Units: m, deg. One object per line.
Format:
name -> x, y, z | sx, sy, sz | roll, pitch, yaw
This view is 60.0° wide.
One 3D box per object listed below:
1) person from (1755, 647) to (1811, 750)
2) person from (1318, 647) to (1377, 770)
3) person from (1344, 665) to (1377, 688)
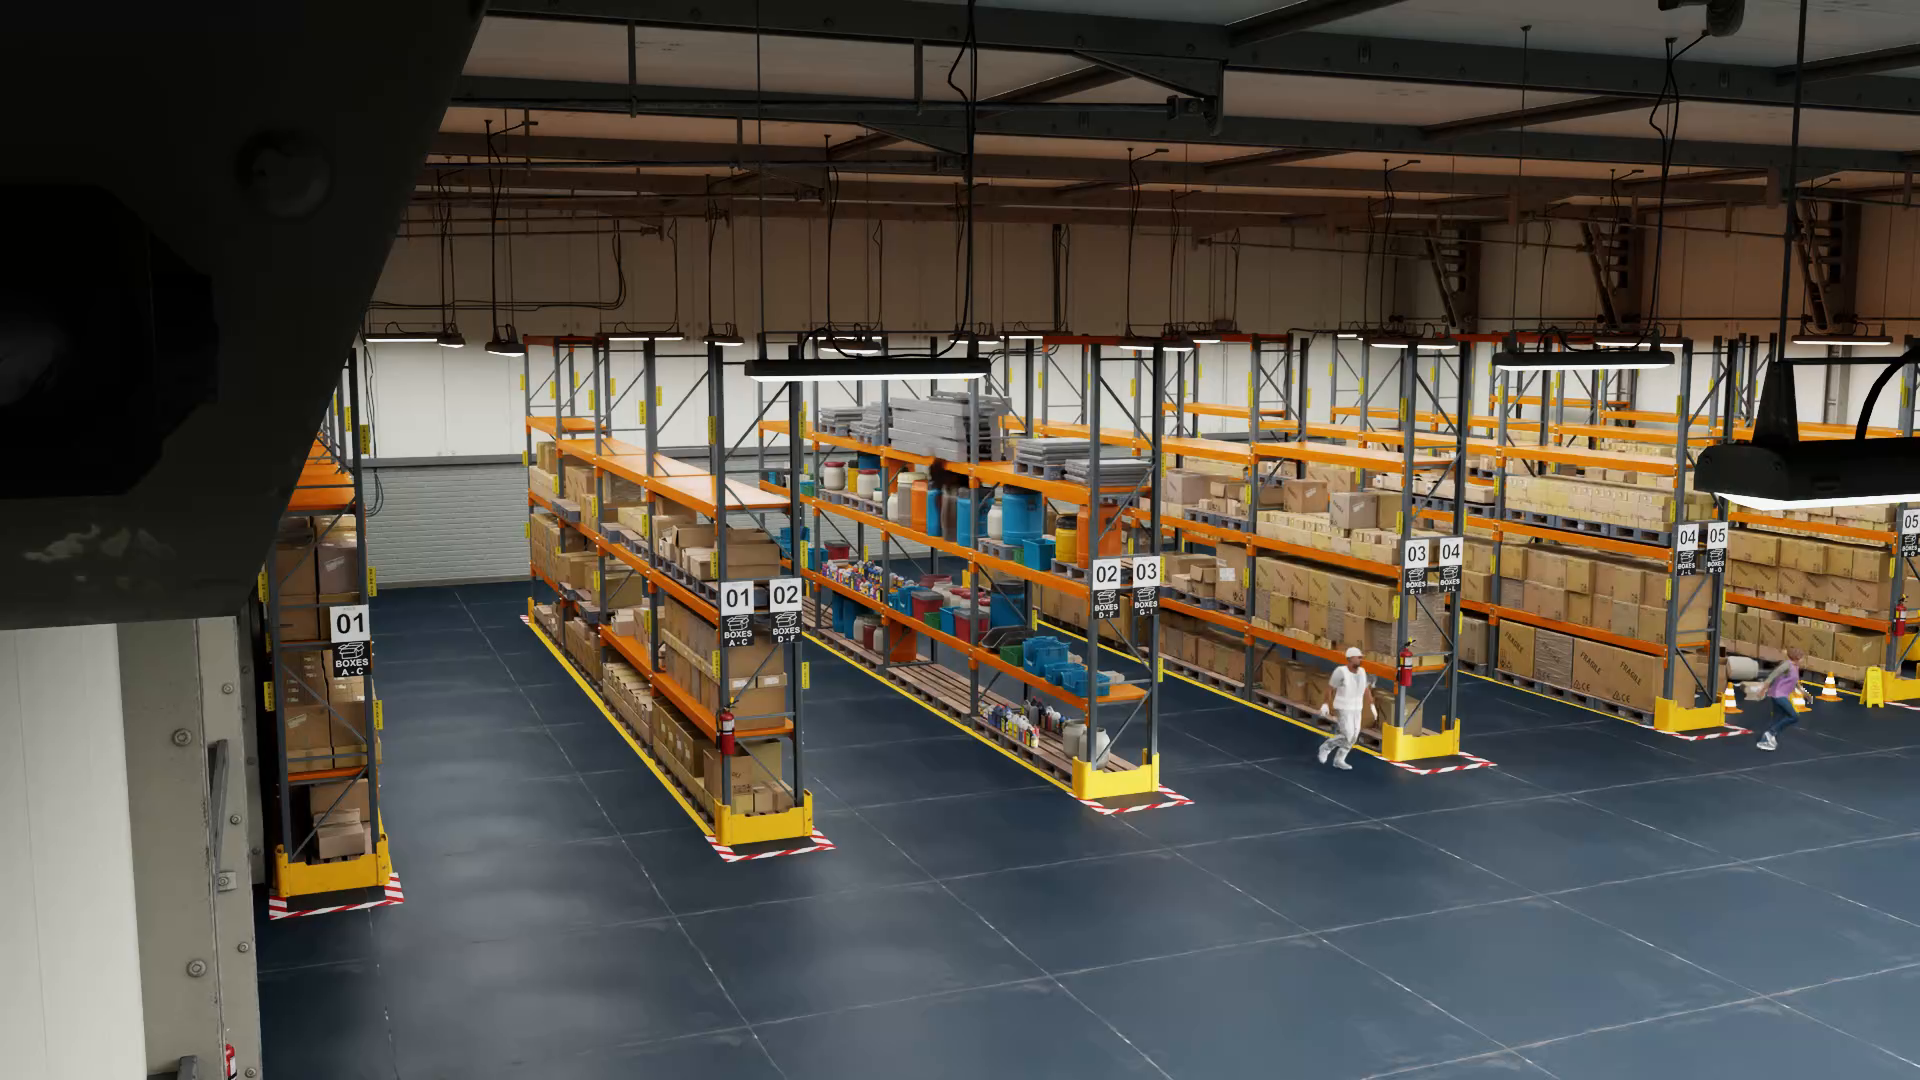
person -> 12.123, 2.328, 24.455 | 0.694, 1.526, 0.517 | 5, 9, 34
person -> 5.423, 2.362, 23.310 | 0.744, 1.737, 0.565 | -5, 9, -32
person -> 7.020, 1.737, 28.647 | 0.663, 1.627, 0.847 | -4, 9, -27
